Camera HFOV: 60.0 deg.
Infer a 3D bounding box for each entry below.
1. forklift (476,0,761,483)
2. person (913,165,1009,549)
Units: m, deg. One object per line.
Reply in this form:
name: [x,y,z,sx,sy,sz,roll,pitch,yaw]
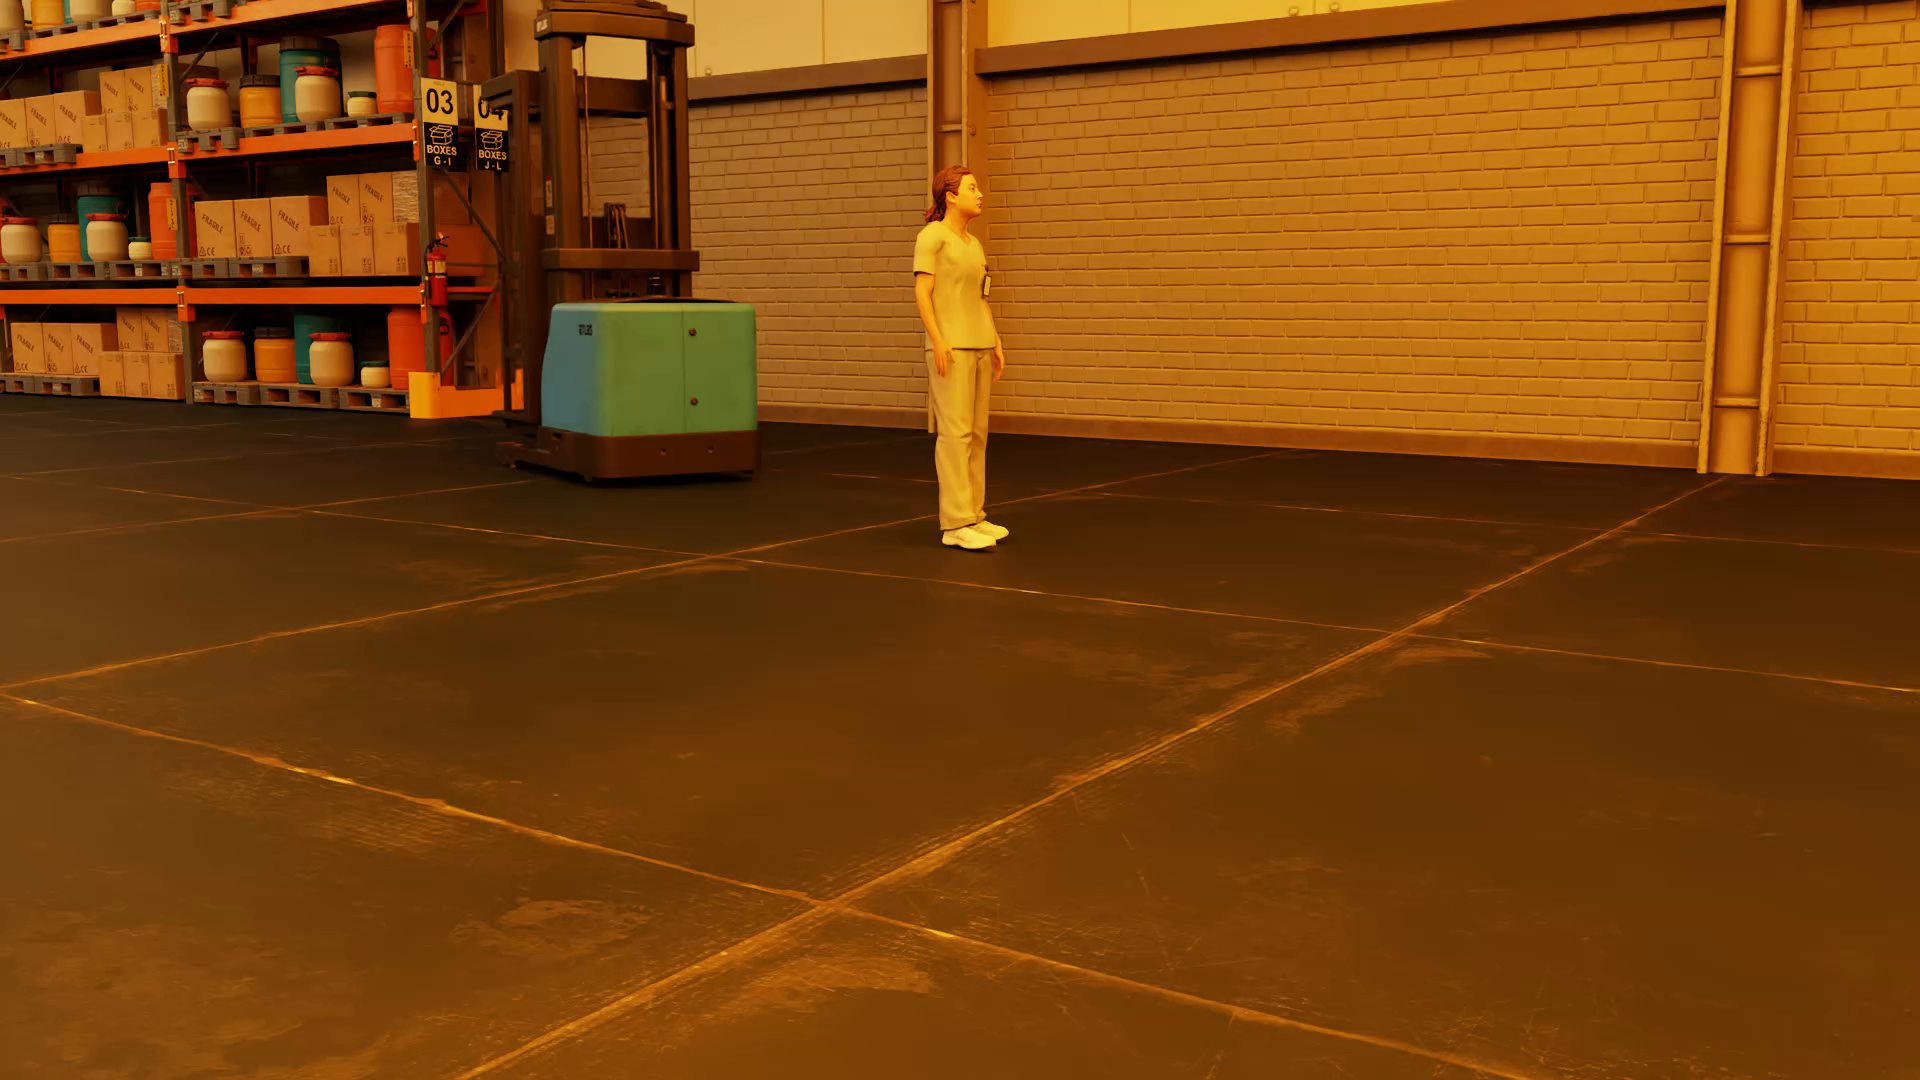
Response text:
forklift: [-2.434,-1.950,10.904,1.130,2.935,3.031,-5,10,-32]
person: [0.054,-0.830,7.432,0.548,1.673,0.549,5,10,34]
